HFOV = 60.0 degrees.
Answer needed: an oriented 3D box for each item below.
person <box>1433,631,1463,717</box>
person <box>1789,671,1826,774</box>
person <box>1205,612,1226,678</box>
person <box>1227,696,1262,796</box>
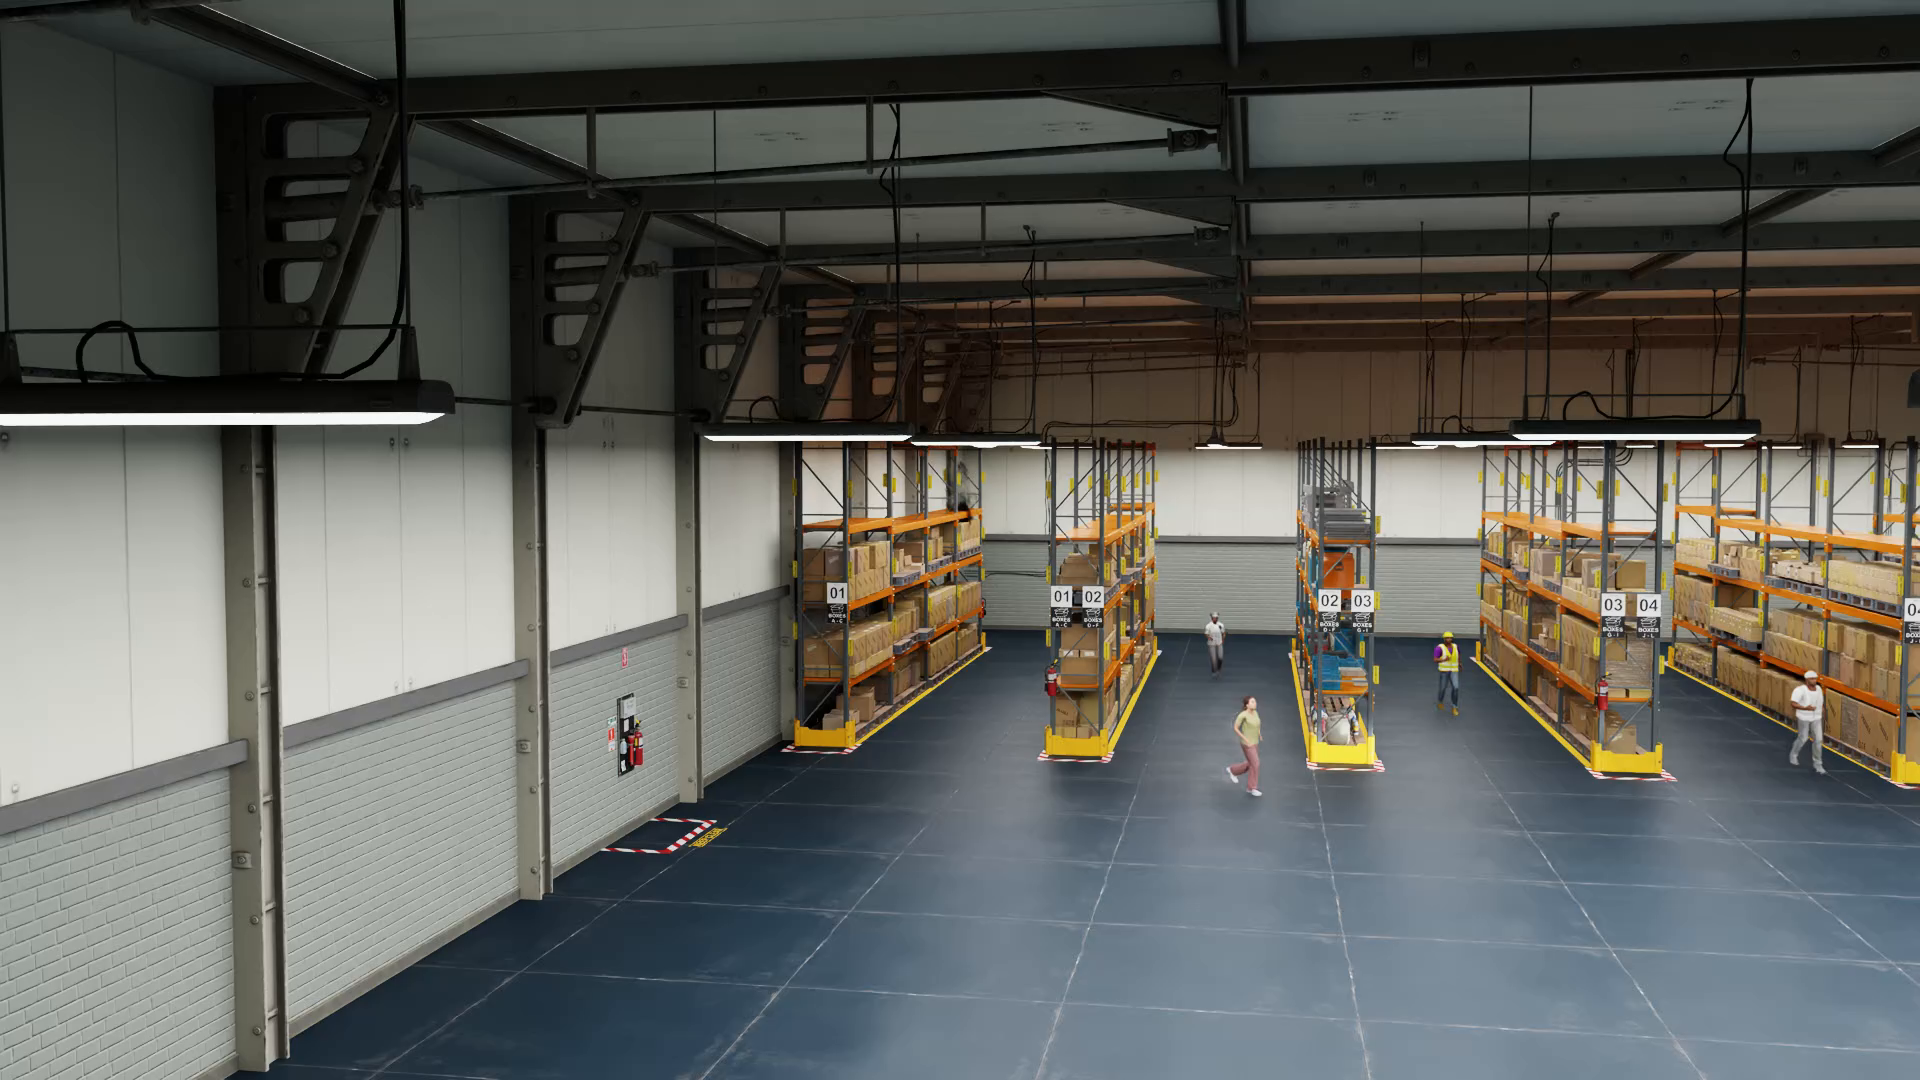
[{"bbox_3d":[10.670,2.906,36.369,0.677,1.821,0.807,0,3,0],"label":"person"},{"bbox_3d":[15.287,3.253,29.956,0.720,1.821,0.822,0,3,-5],"label":"person"},{"bbox_3d":[6.481,2.657,42.108,0.548,1.676,0.636,0,3,2],"label":"person"},{"bbox_3d":[4.786,3.426,27.942,0.584,1.668,0.712,-3,4,-44],"label":"person"}]
